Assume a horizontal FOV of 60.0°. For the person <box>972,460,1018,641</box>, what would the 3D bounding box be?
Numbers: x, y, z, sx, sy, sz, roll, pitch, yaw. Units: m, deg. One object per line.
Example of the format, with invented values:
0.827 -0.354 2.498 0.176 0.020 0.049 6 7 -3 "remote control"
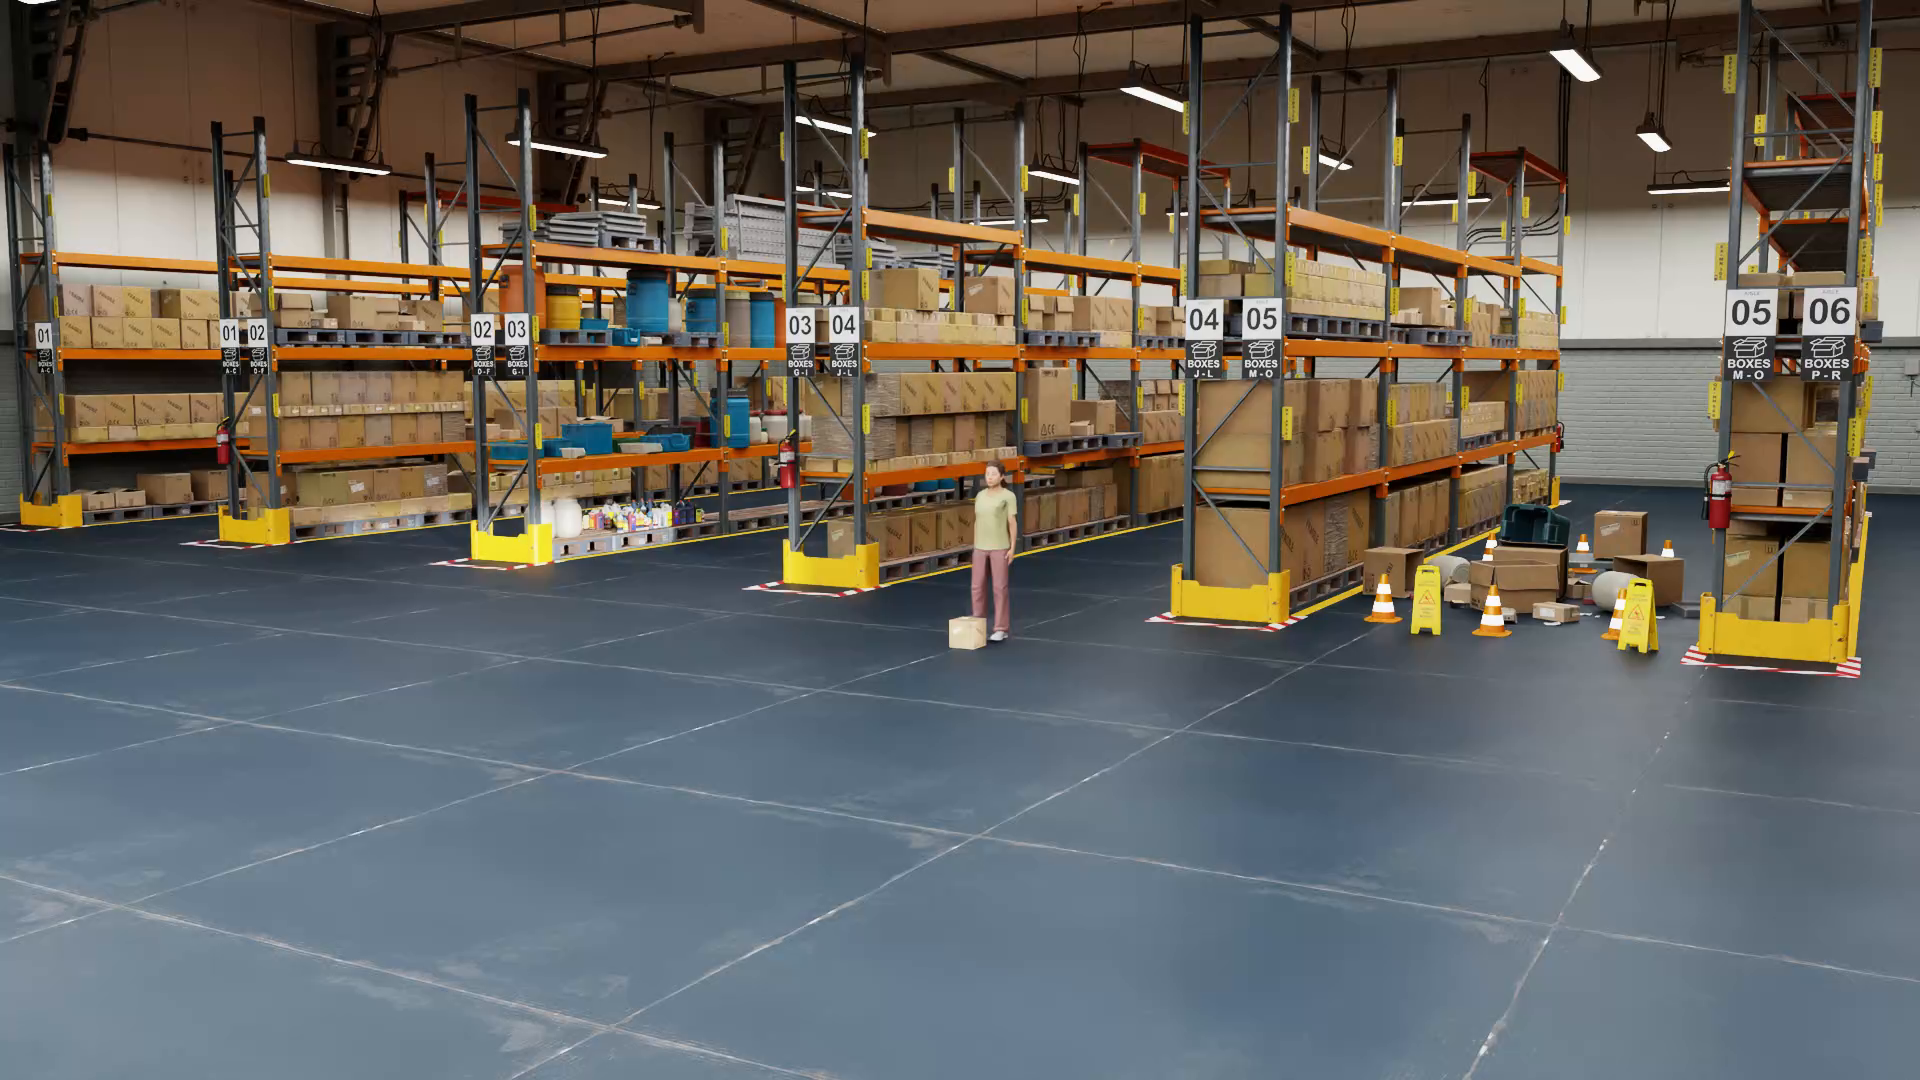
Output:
0.314 0.096 15.455 0.444 1.671 0.369 3 7 30 "person"
